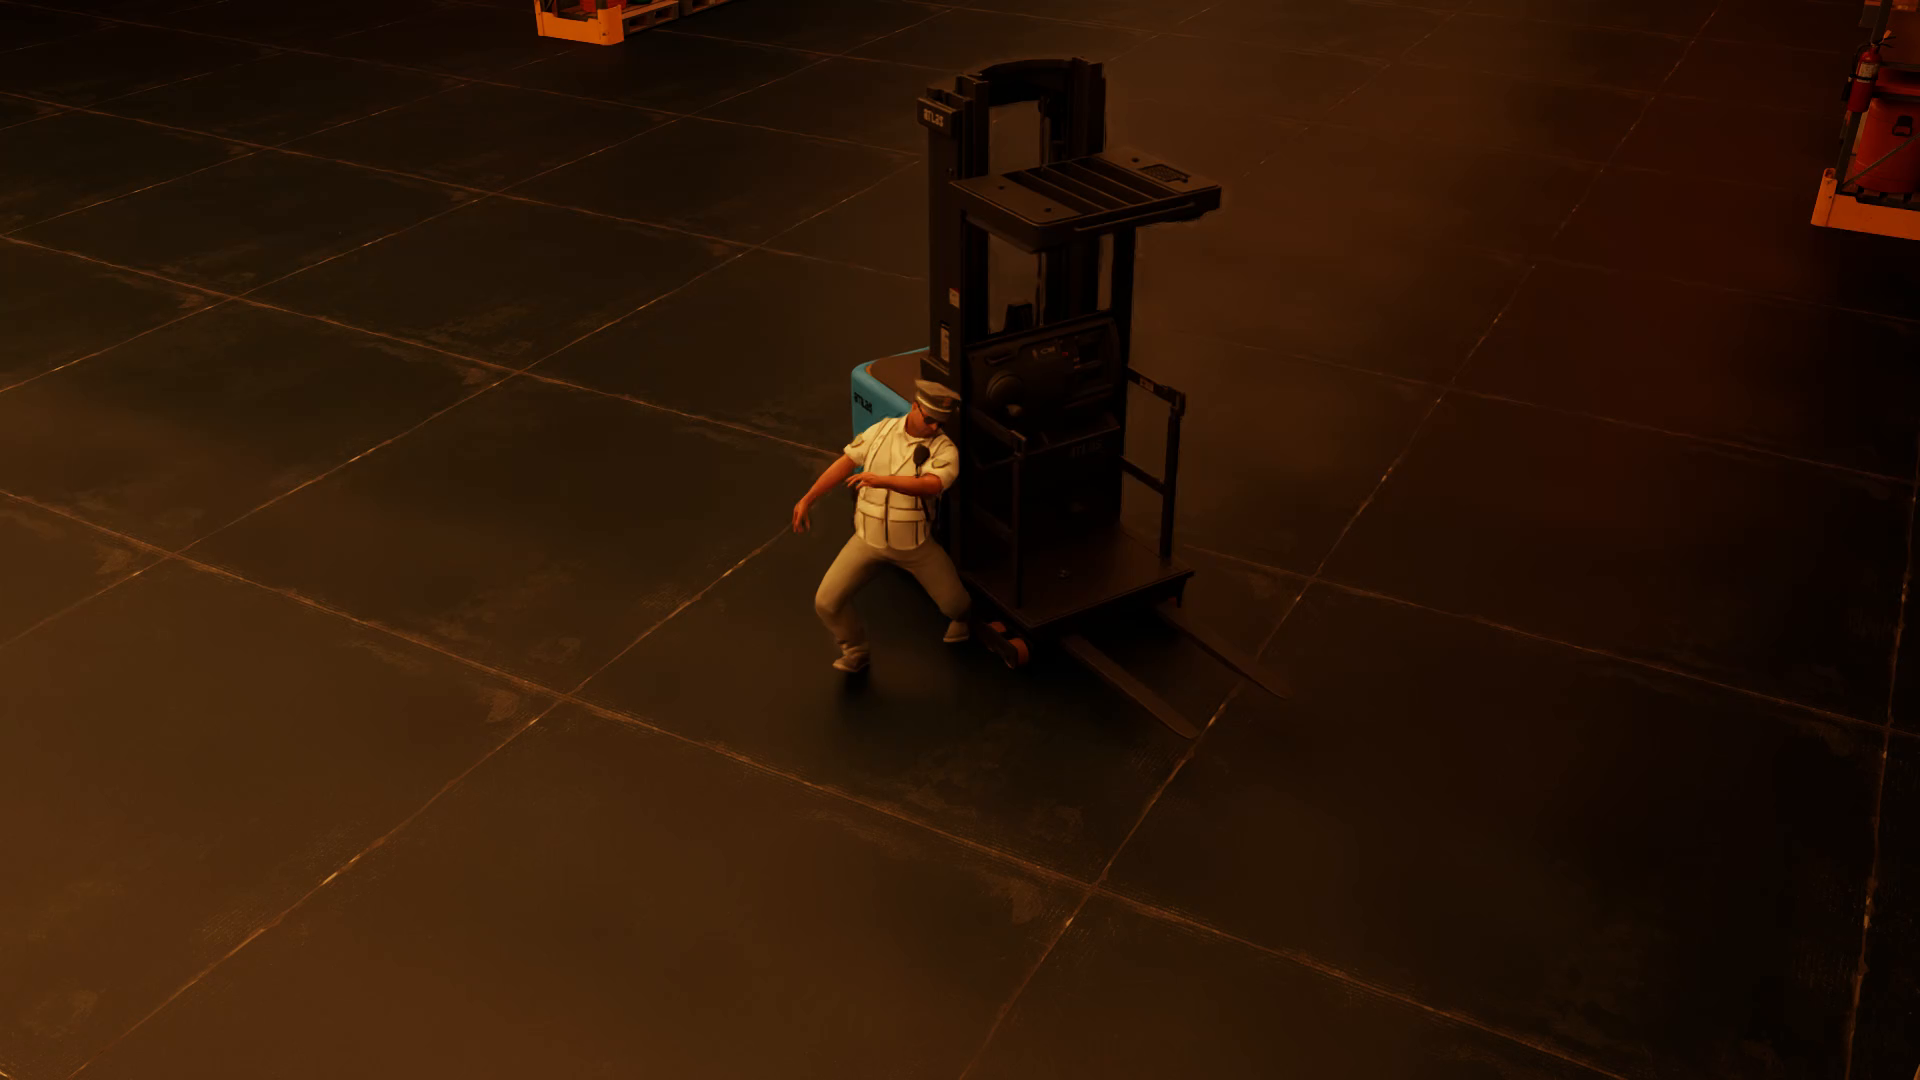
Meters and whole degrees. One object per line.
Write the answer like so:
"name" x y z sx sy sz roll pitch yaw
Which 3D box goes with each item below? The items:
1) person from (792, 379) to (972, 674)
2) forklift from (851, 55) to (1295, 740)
"person" -0.399 -0.035 8.495 0.914 1.585 0.838 5 30 8
"forklift" 0.567 -0.855 8.551 1.130 2.935 3.031 -18 34 -28
